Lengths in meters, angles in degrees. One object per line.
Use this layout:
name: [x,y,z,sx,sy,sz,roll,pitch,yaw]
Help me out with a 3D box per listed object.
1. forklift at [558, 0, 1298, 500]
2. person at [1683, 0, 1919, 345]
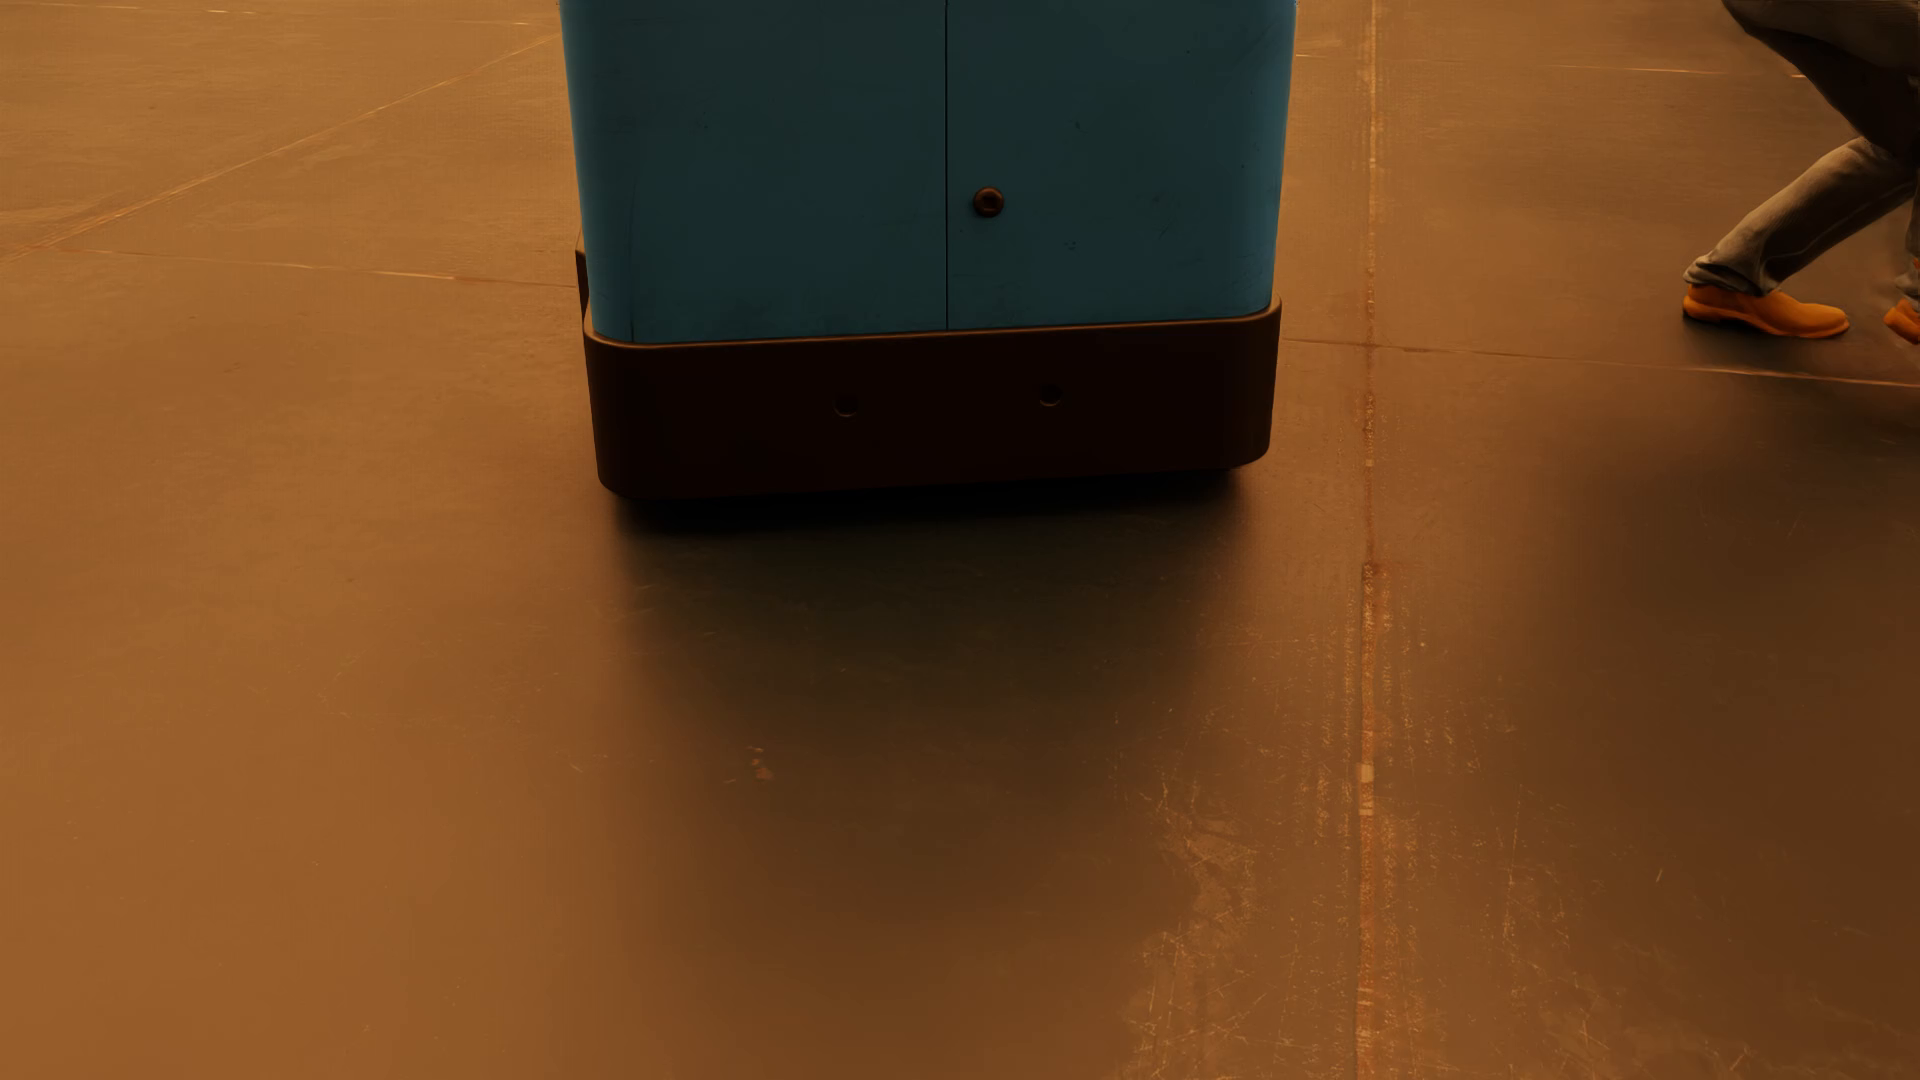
forklift: [-0.218,-2.004,3.218,1.130,2.935,3.031,-3,27,-7]
person: [1.637,-1.014,2.814,0.797,1.556,0.807,19,32,32]
